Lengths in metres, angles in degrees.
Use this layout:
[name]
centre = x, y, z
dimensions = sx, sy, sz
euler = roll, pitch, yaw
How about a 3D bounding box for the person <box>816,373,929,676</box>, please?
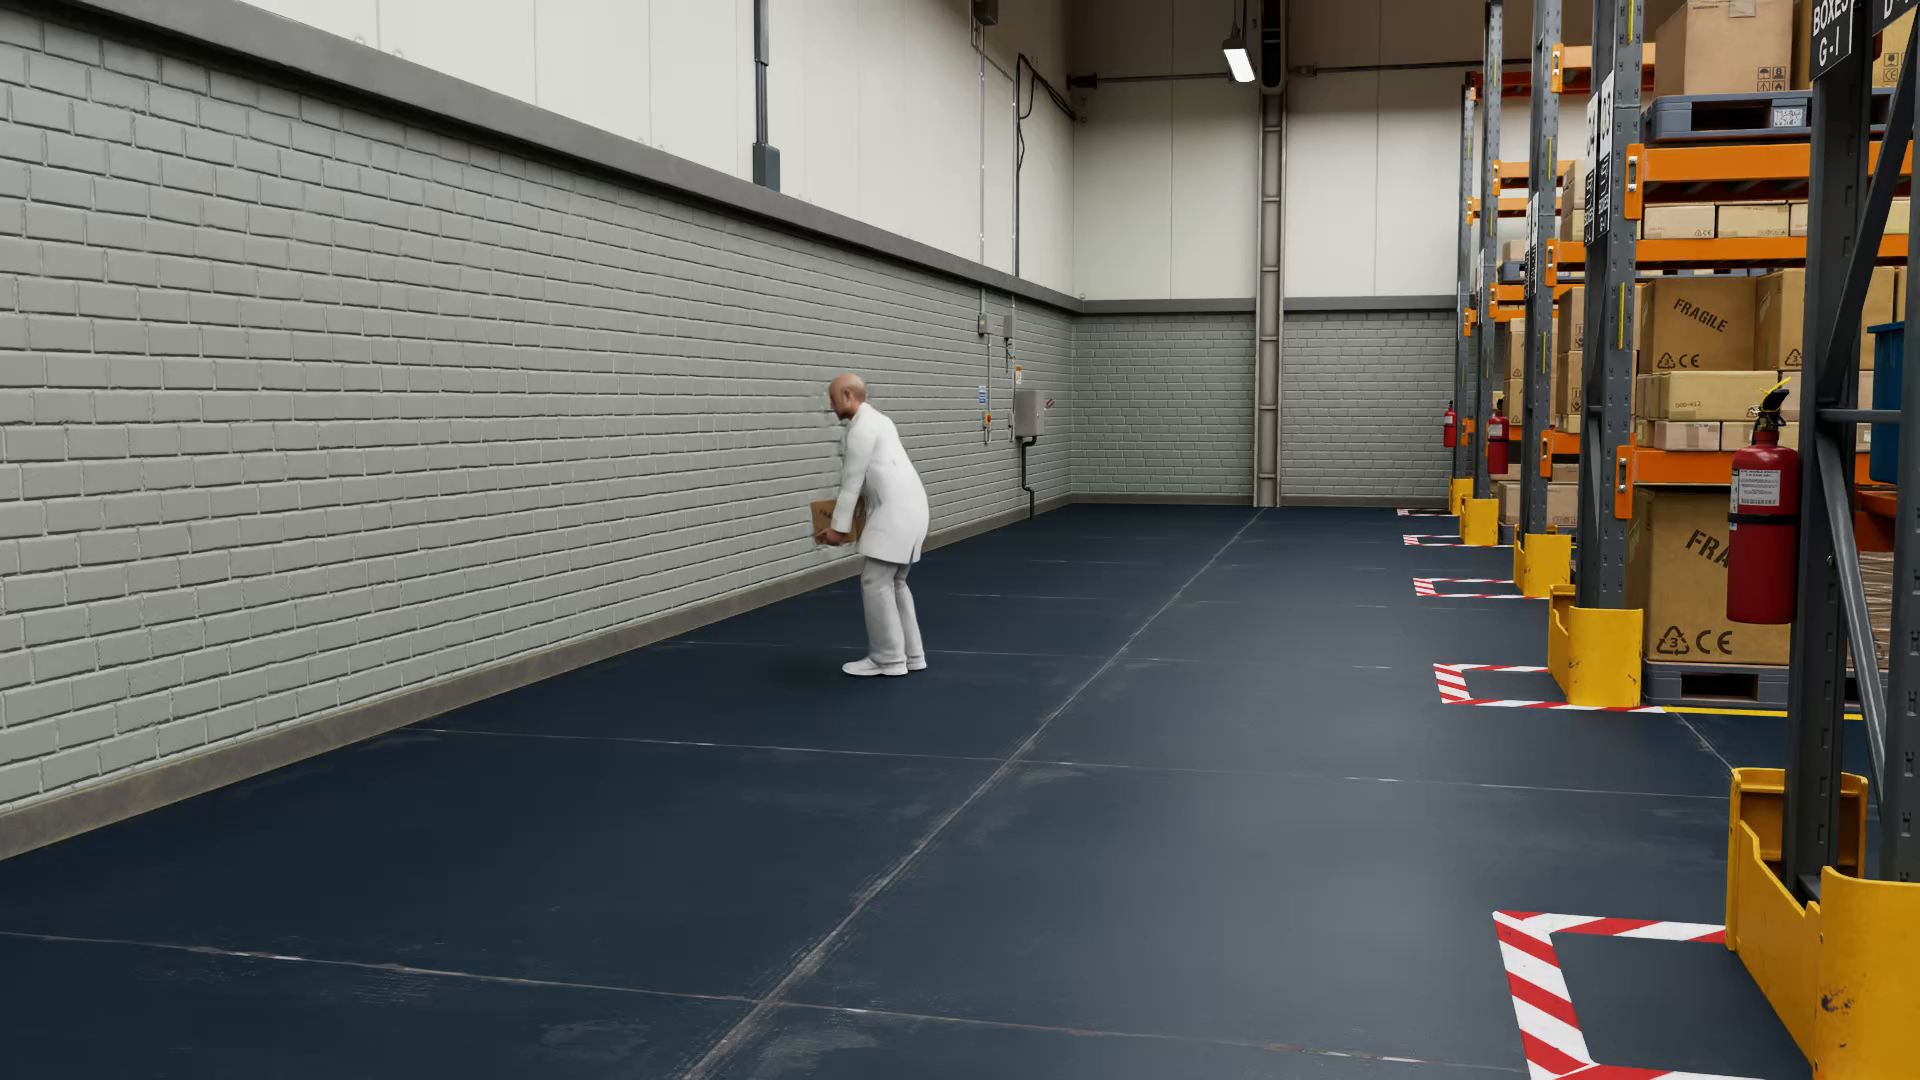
[person]
centre = -0.488, -0.092, 9.492
dimensions = 0.614, 1.717, 0.530
euler = 1, 5, 13
